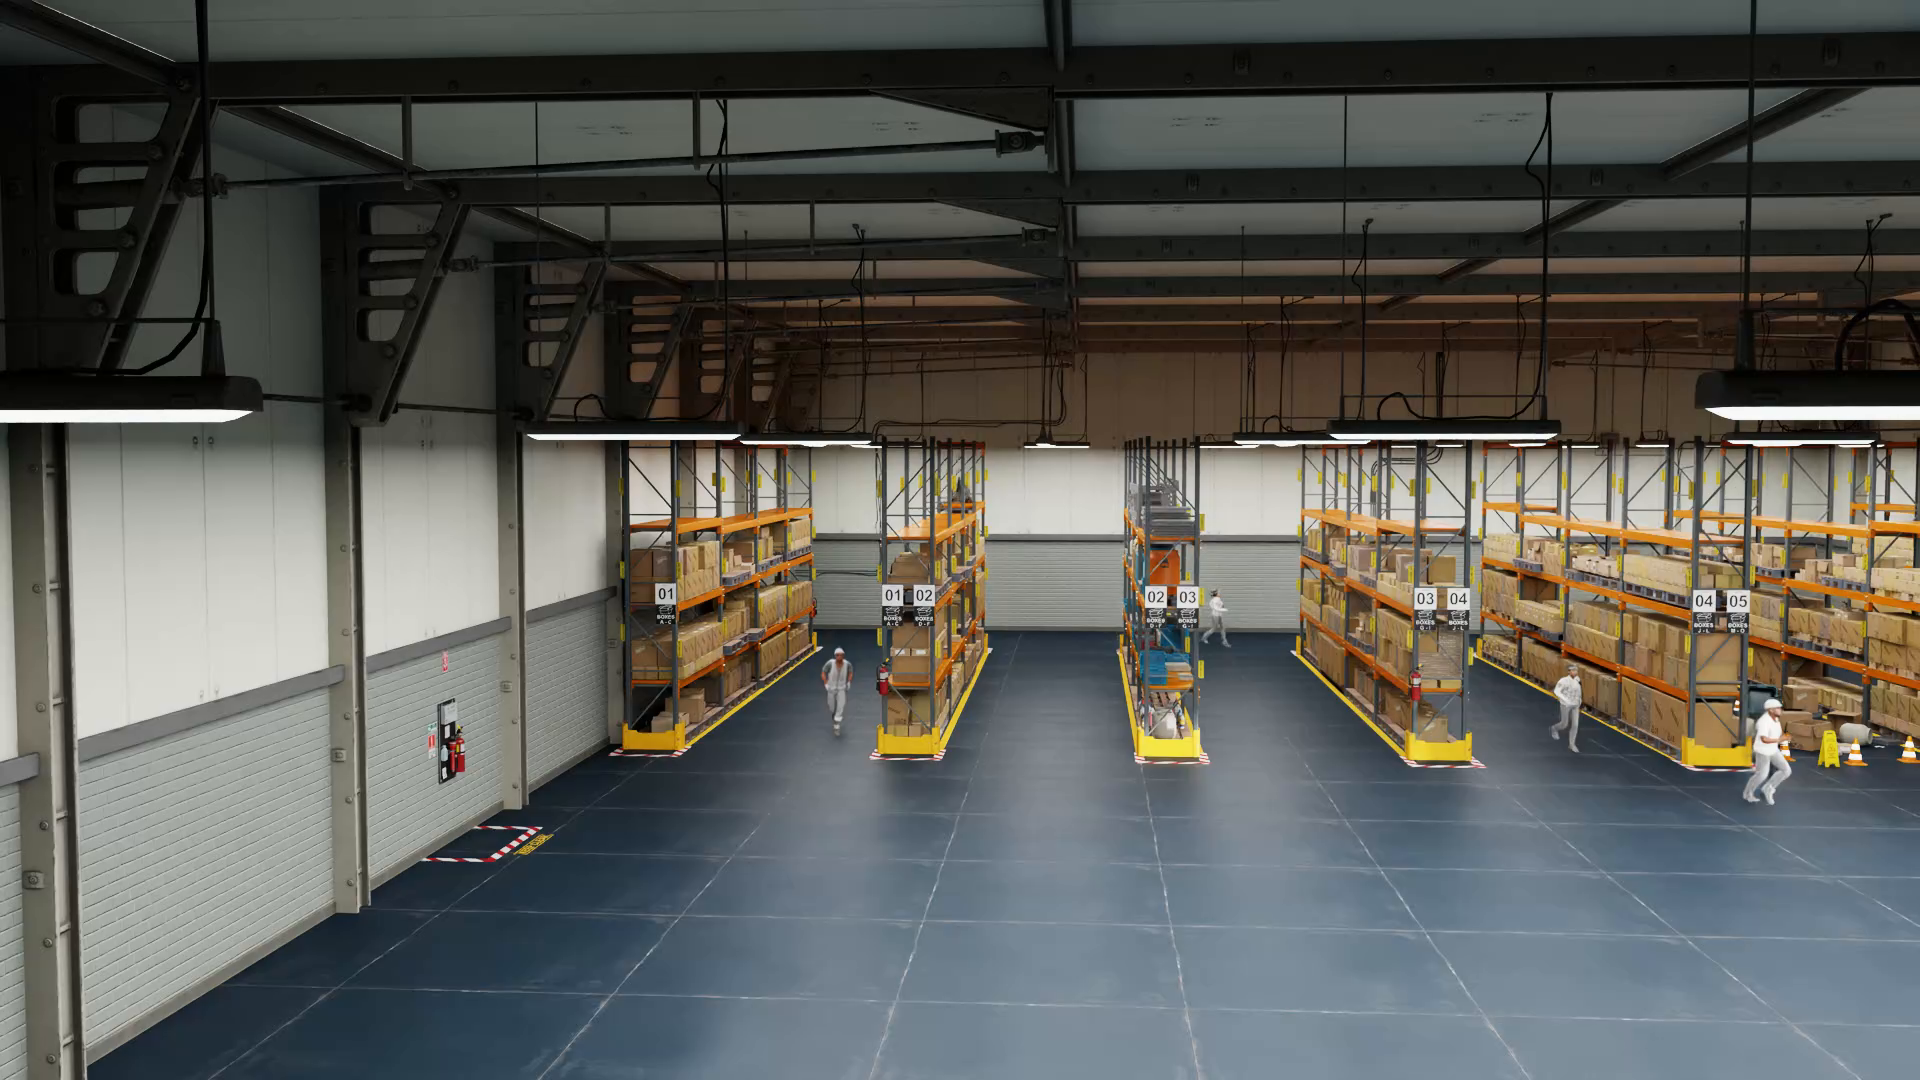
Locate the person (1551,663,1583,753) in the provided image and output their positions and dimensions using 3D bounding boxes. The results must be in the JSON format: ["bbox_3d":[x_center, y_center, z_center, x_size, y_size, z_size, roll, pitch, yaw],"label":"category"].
[{"bbox_3d":[11.701,3.186,31.973,0.641,1.685,0.865,-1,3,-14],"label":"person"}]

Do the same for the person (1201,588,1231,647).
[{"bbox_3d":[7.508,2.270,48.741,0.885,1.728,0.620,1,3,18],"label":"person"}]

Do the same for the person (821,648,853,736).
[{"bbox_3d":[-2.497,3.053,33.850,0.659,1.766,0.986,0,3,-8],"label":"person"}]

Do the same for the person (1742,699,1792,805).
[{"bbox_3d":[13.007,3.405,26.751,0.736,1.727,0.789,-3,4,-42],"label":"person"}]

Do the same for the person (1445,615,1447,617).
[{"bbox_3d":[12.334,2.604,42.021,0.646,1.743,0.645,0,3,-3],"label":"person"}]
